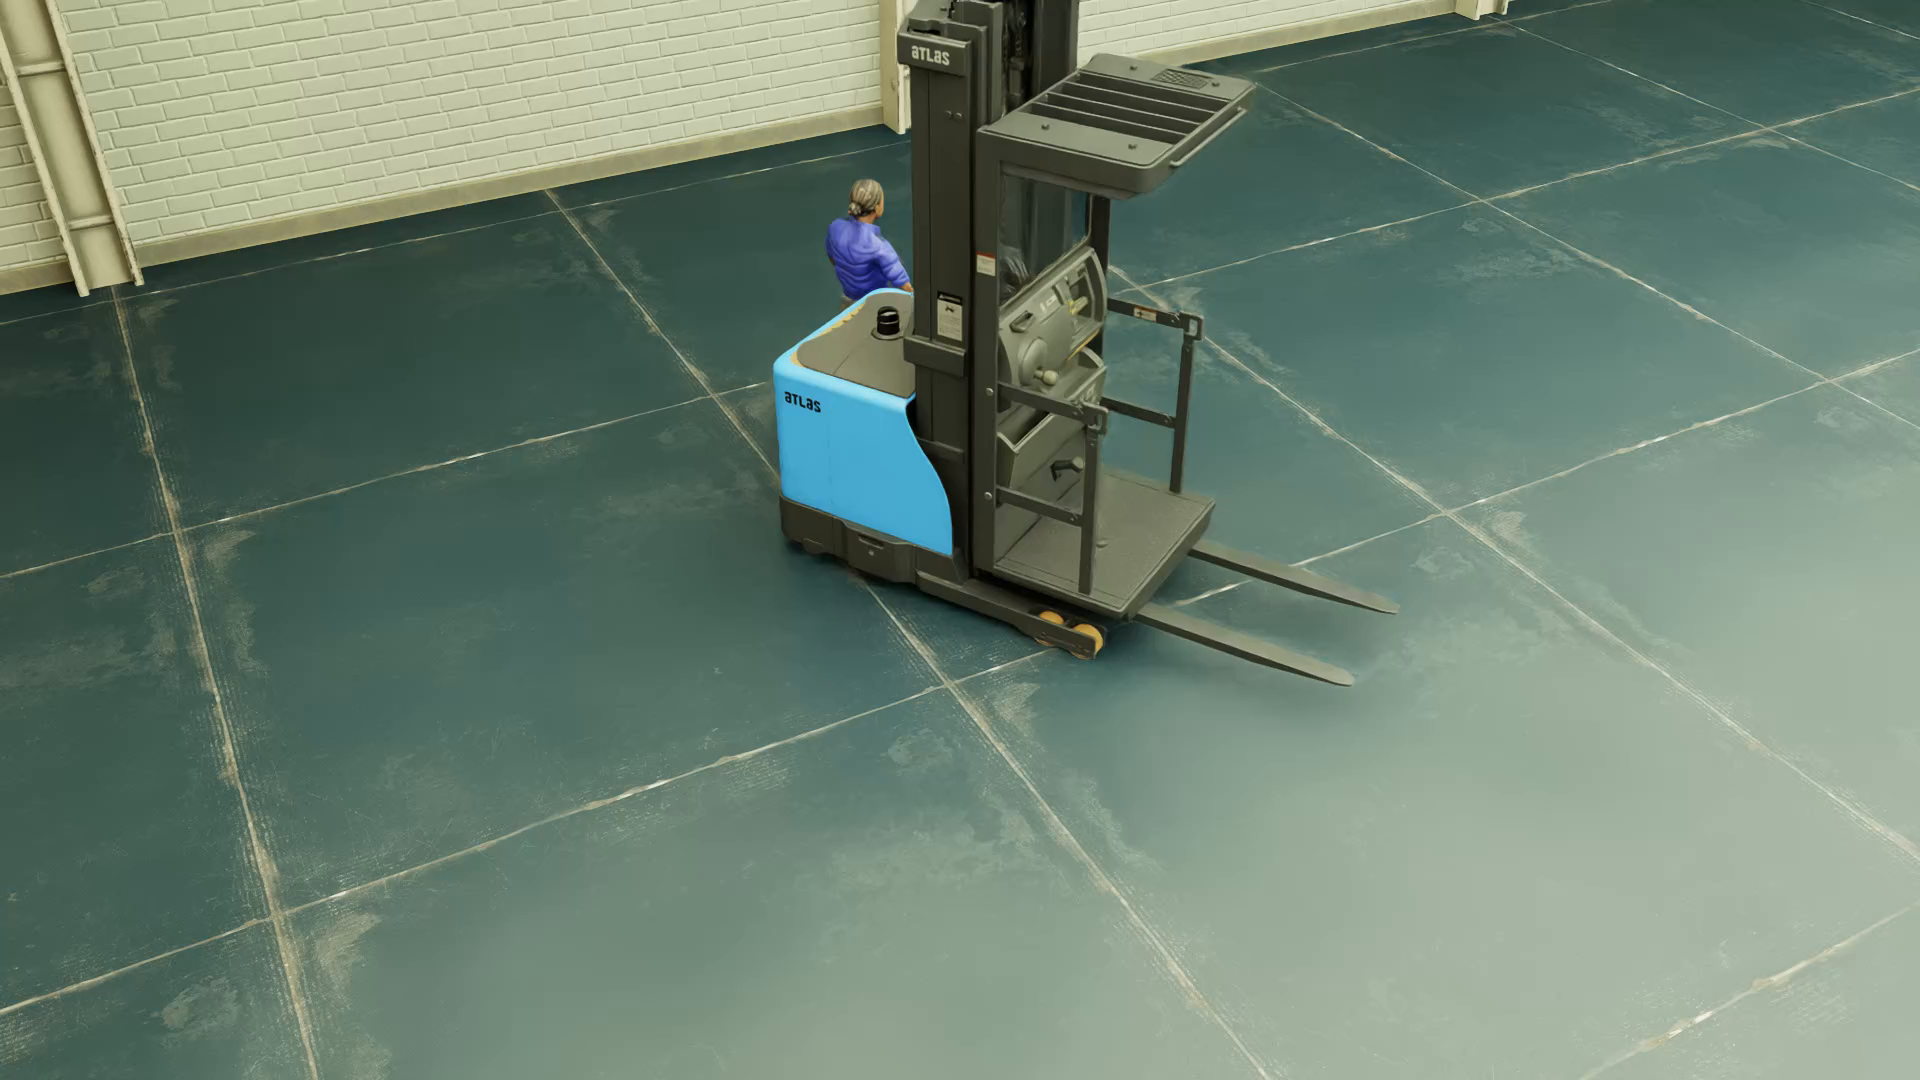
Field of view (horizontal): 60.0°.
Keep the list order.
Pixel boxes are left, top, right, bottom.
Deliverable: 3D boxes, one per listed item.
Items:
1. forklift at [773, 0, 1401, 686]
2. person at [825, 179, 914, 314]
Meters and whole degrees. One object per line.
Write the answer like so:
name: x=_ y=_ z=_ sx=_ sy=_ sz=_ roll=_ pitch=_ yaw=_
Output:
forklift: x=0.607 y=-0.984 z=7.515 sx=3.031 sy=2.935 sz=1.130 roll=19 pitch=39 yaw=25
person: x=-0.349 y=-1.302 z=9.240 sx=0.631 sy=1.547 sz=0.681 roll=-29 pitch=44 yaw=-34
